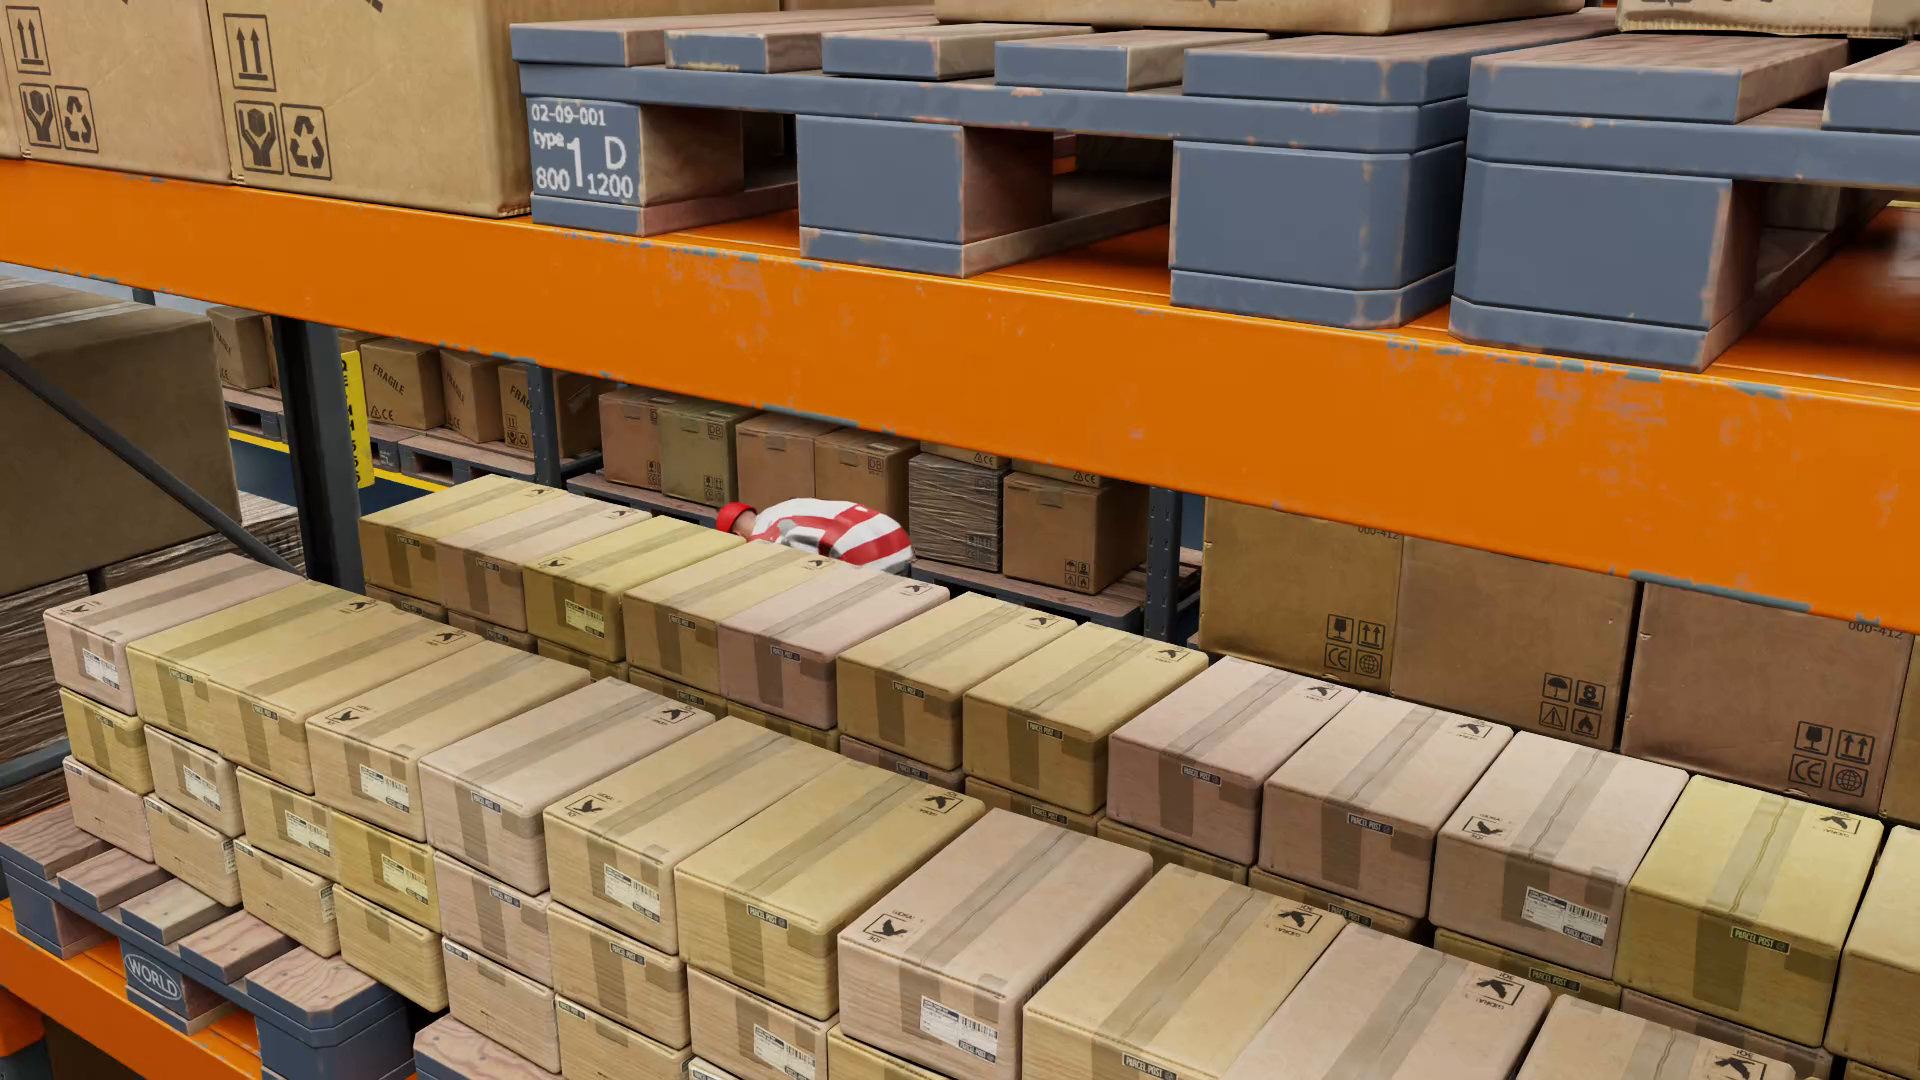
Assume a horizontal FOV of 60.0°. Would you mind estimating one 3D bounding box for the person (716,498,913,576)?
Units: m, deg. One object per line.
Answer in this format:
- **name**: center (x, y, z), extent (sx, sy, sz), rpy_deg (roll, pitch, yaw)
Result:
- **person**: center (-0.674, 0.222, 7.394), extent (0.966, 0.843, 0.529), rpy_deg (12, 23, 30)
